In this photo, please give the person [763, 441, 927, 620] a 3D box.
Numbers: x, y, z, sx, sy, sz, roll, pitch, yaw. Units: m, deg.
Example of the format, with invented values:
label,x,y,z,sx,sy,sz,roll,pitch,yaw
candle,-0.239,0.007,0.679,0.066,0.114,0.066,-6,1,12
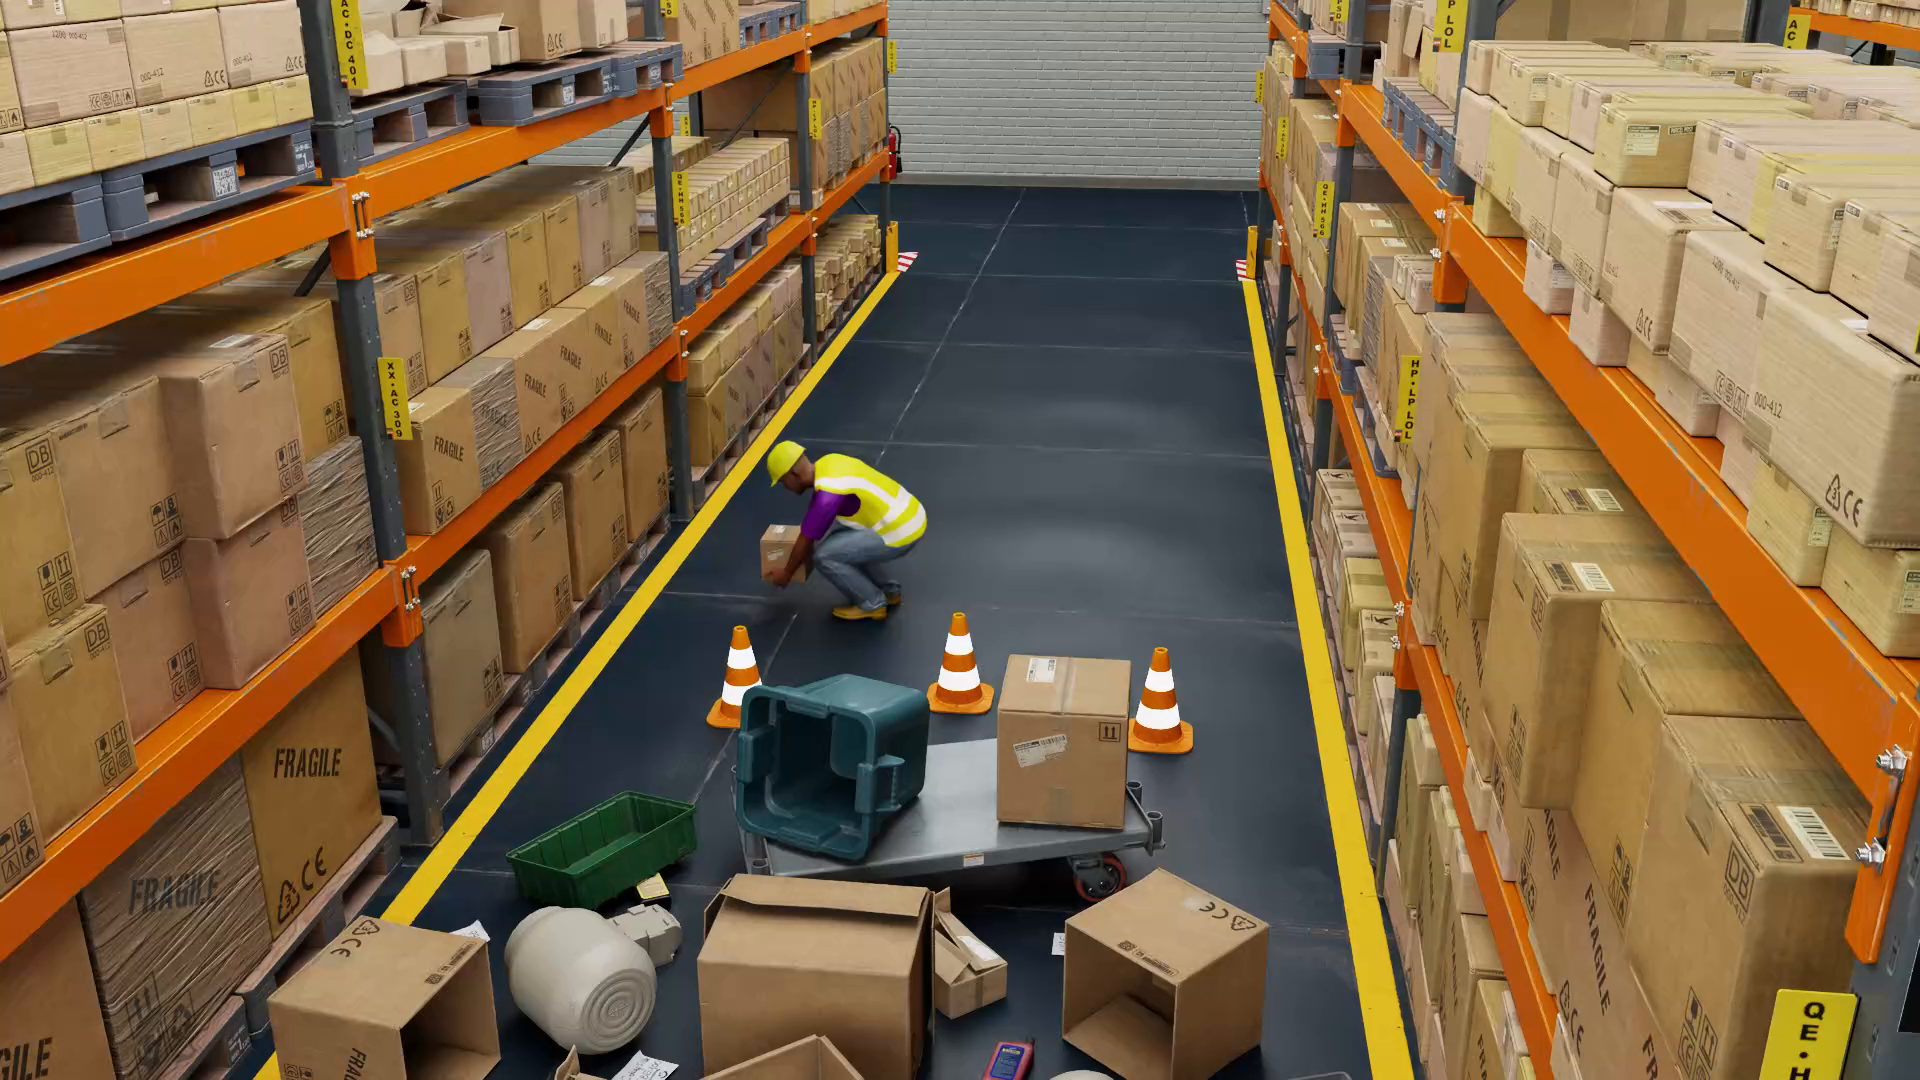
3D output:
label,x,y,z,sx,sy,sz,roll,pitch,yaw
person,-0.643,-0.063,9.279,0.905,1.011,0.541,2,21,5
